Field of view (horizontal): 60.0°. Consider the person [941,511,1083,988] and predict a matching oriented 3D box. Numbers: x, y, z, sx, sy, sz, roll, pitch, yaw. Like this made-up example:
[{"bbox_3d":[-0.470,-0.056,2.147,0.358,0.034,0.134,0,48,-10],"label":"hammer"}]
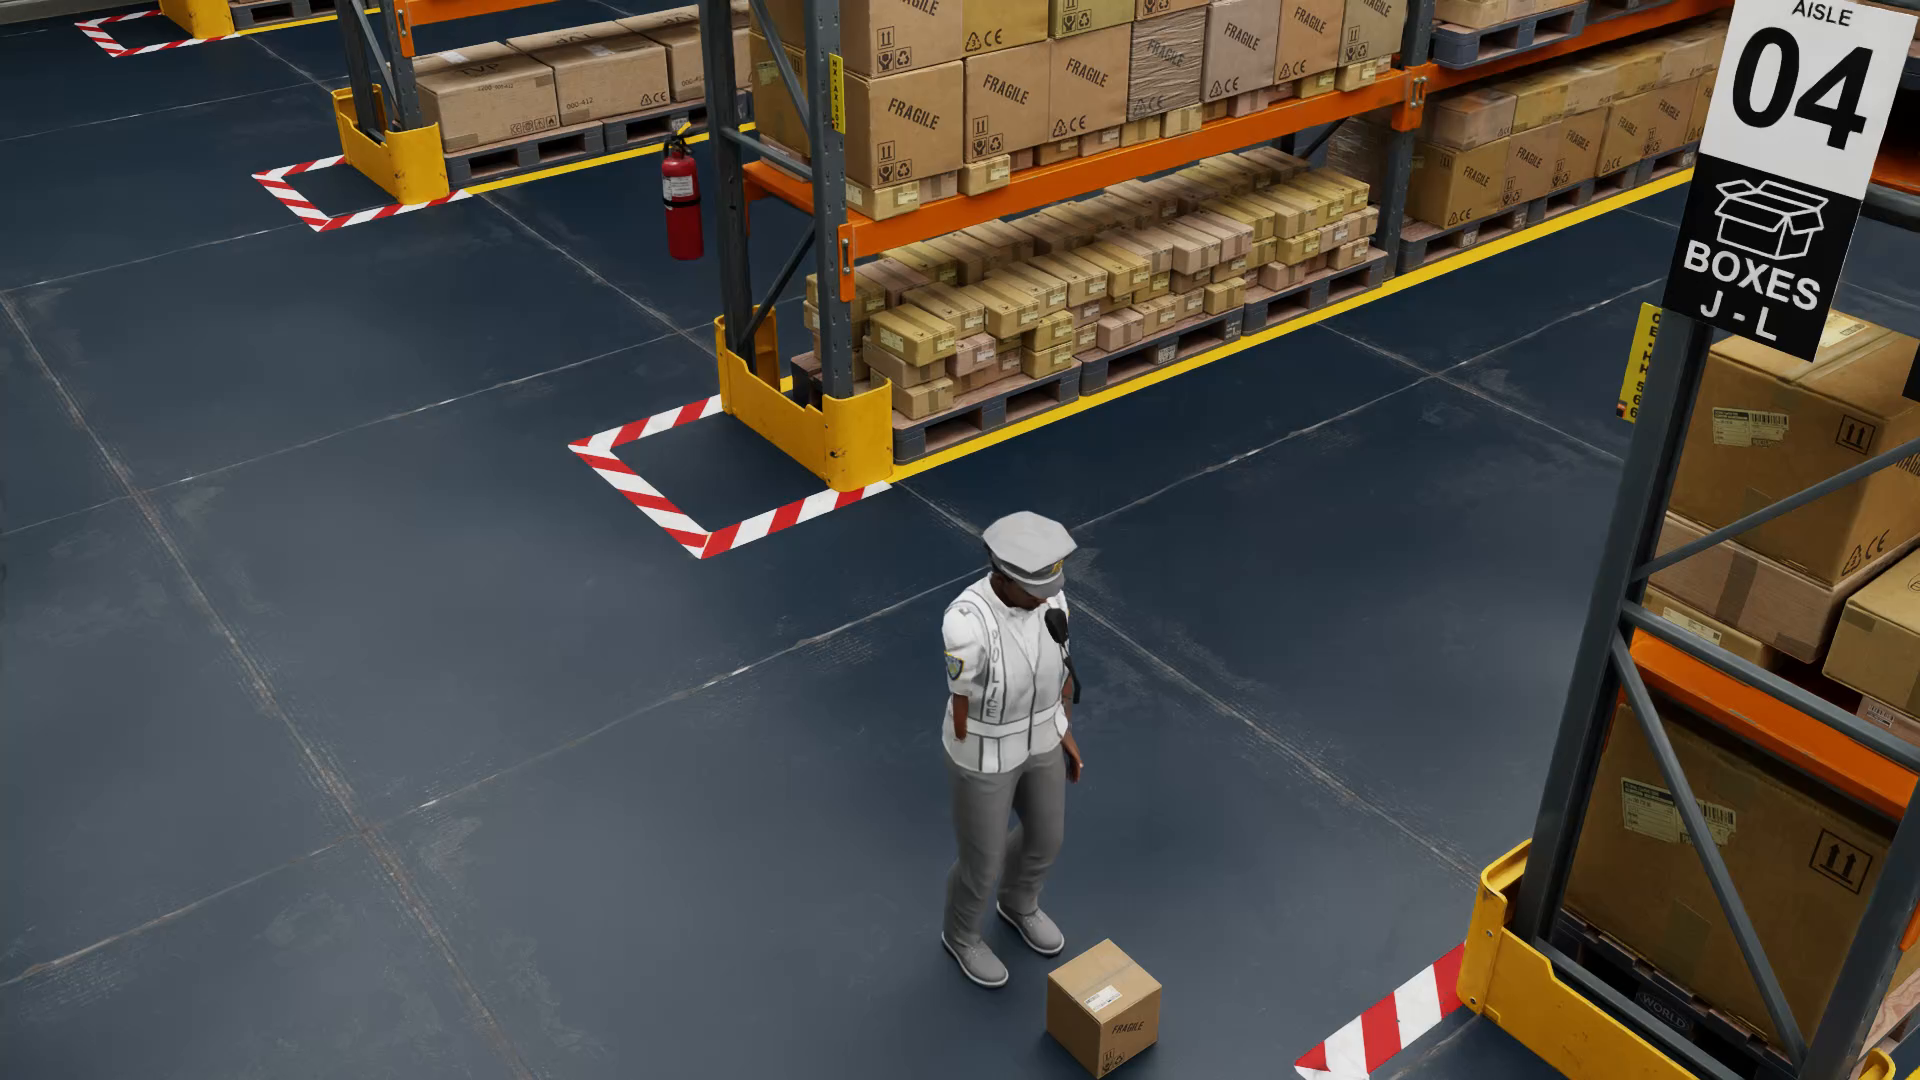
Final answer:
[{"bbox_3d":[0.161,0.649,5.134,0.443,1.651,0.351,-22,38,-30],"label":"person"}]
